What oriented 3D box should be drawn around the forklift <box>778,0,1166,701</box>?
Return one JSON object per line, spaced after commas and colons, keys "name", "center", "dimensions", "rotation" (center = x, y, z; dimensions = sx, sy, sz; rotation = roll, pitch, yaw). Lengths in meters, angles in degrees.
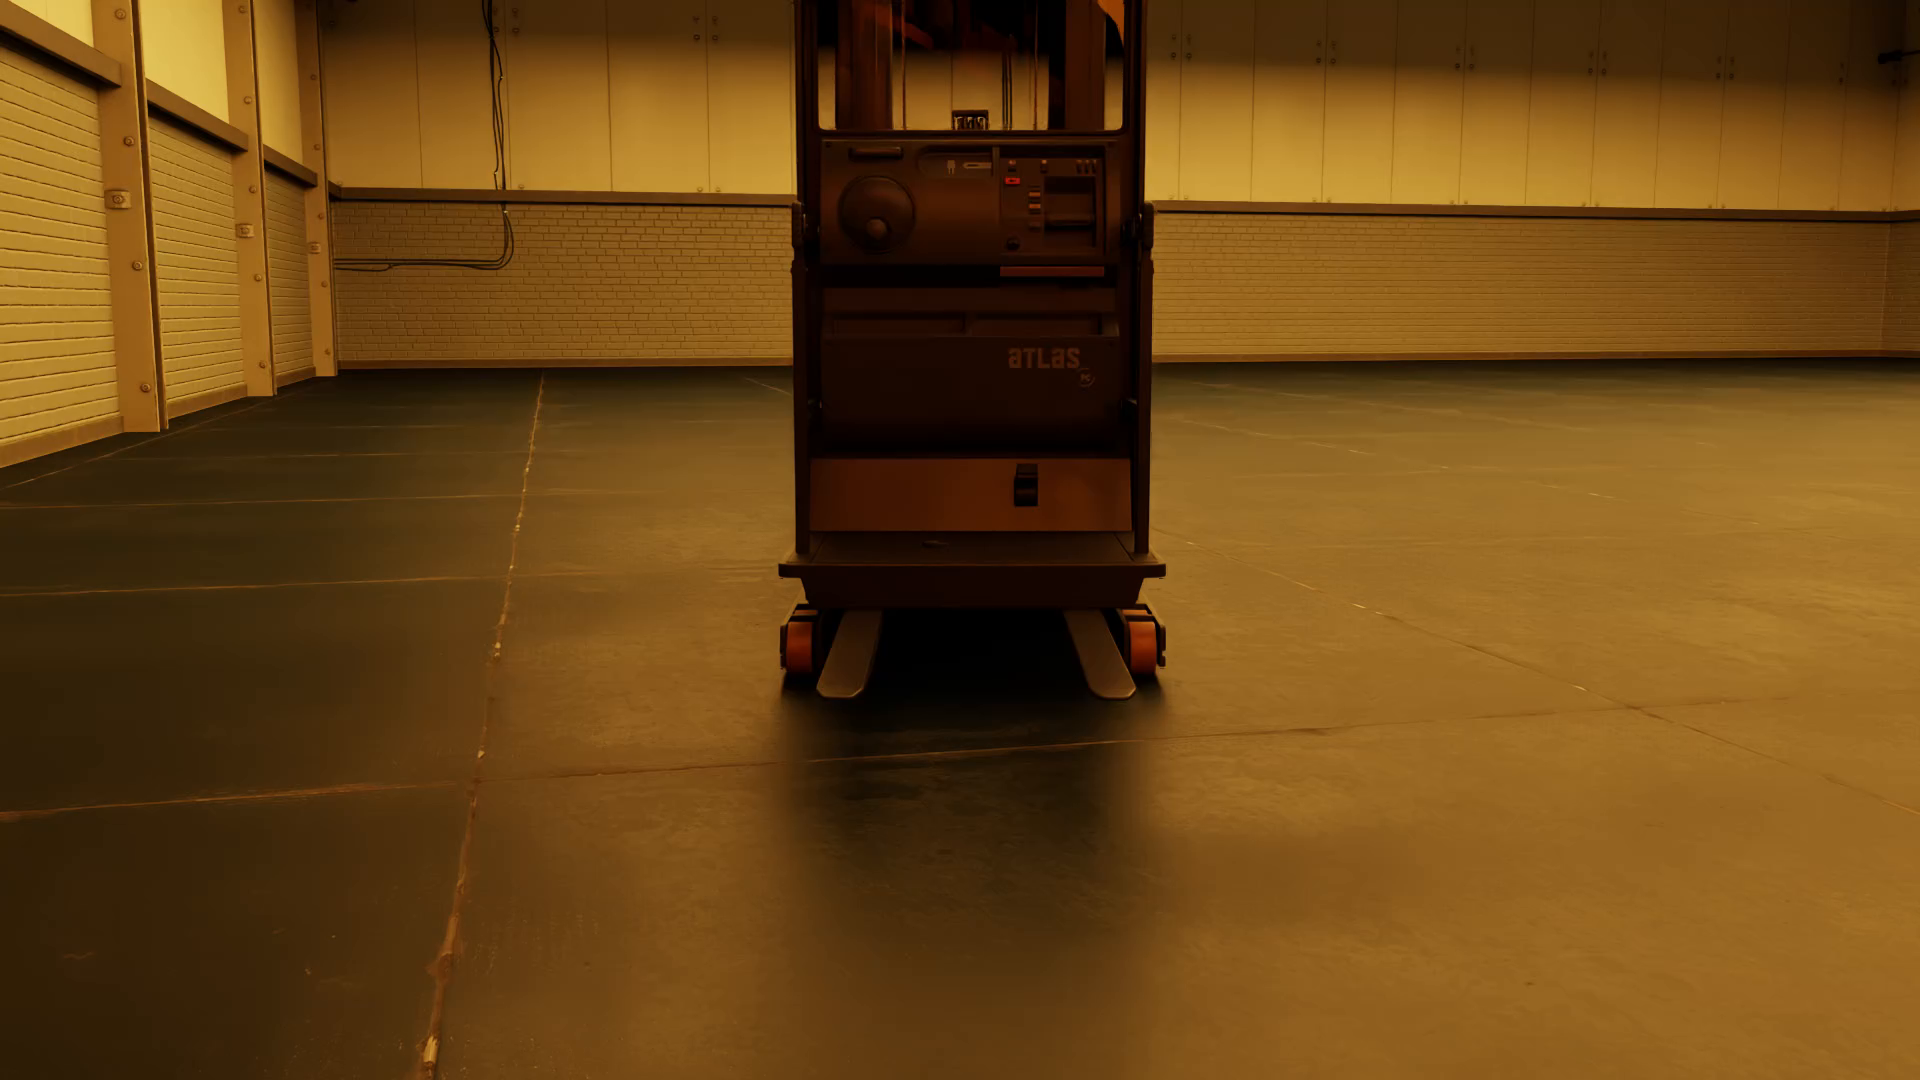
{"name": "forklift", "center": [0.034, -1.095, 4.961], "dimensions": [1.130, 2.935, 3.031], "rotation": [0, 8, 0]}
